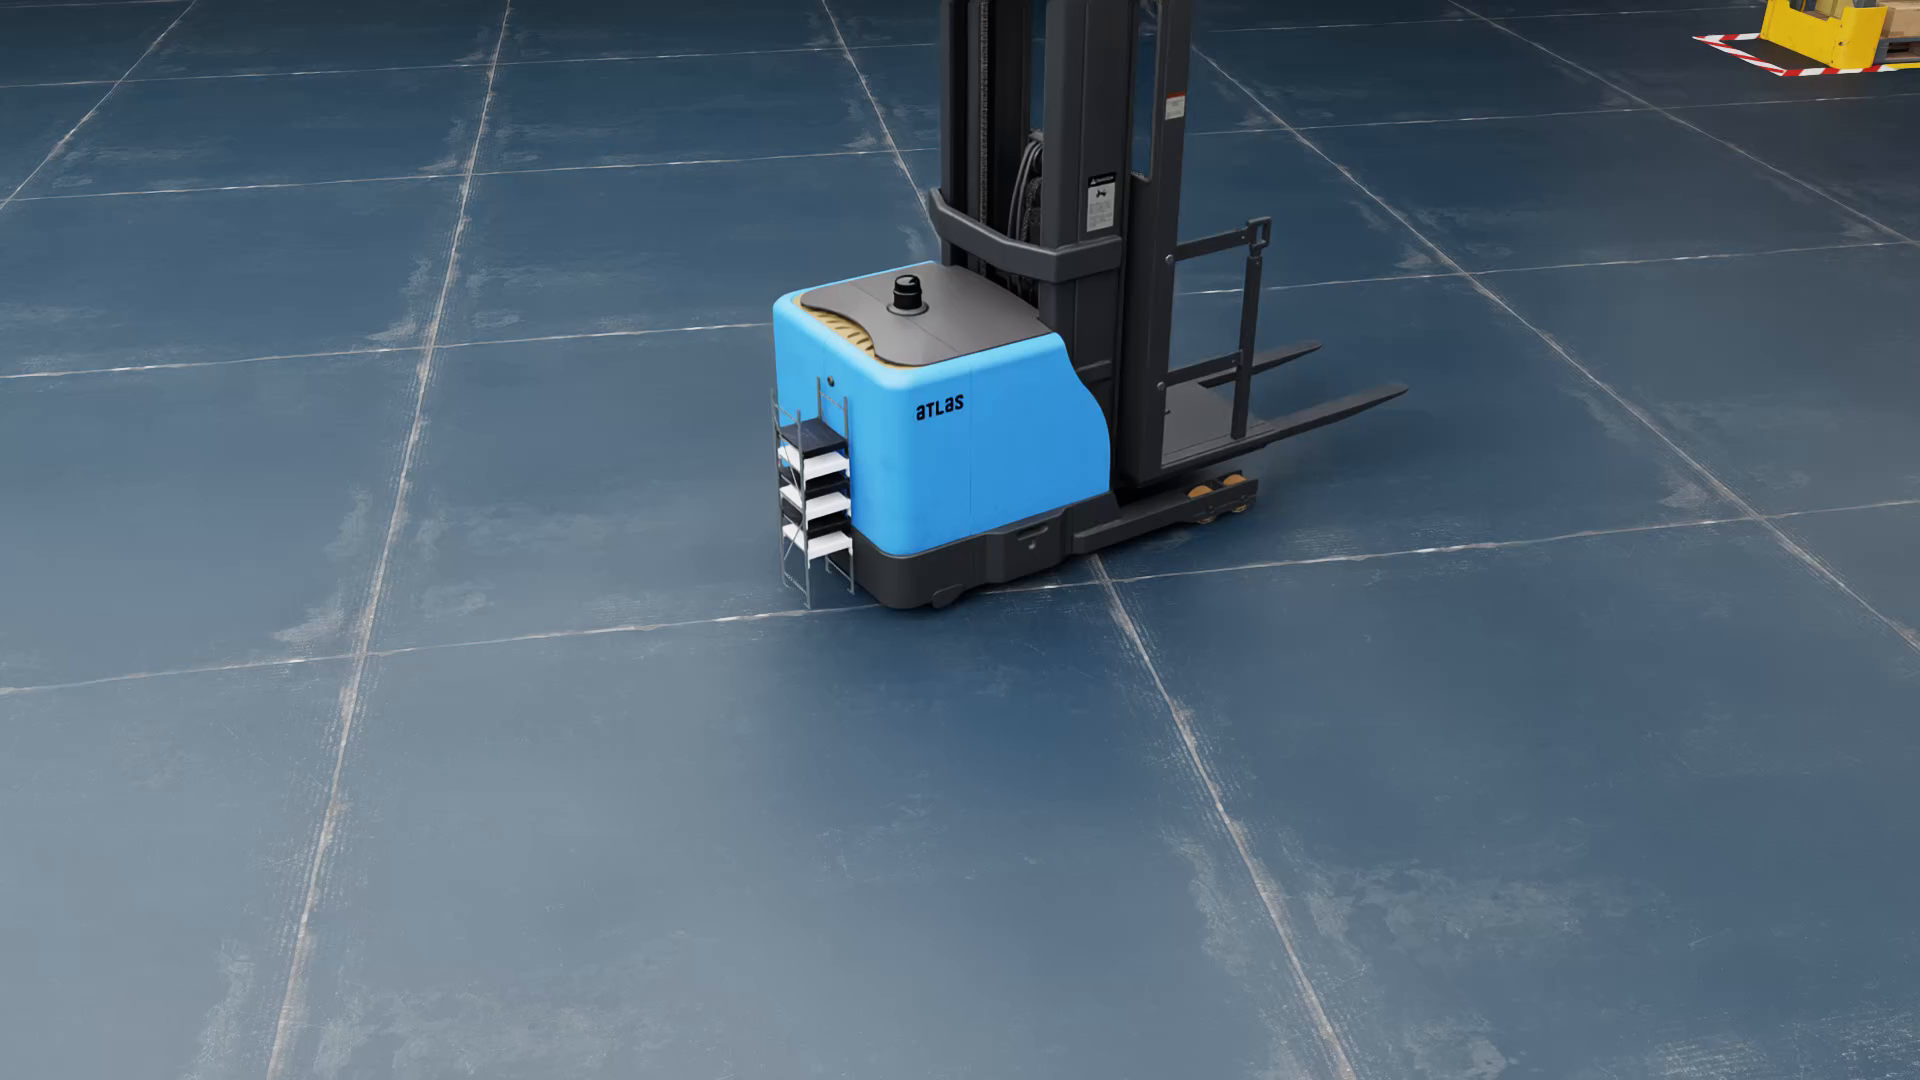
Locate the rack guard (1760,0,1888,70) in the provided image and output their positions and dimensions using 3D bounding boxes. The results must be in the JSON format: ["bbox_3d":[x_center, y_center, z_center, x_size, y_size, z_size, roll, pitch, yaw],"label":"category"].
[{"bbox_3d":[7.440,-4.472,14.362,0.348,0.500,1.175,-5,31,-9],"label":"rack guard"}]

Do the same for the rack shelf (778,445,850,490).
[{"bbox_3d":[-0.587,-0.309,6.598,0.200,0.077,0.258,-18,35,-28],"label":"rack shelf"}]

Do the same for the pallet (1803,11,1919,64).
[{"bbox_3d":[8.208,-4.440,14.593,1.213,0.211,1.003,-5,31,-9],"label":"pallet"}]

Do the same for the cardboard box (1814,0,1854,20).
[{"bbox_3d":[7.938,-4.743,14.656,0.500,0.250,0.500,-5,31,-9],"label":"cardboard box"}]

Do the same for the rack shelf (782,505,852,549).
[{"bbox_3d":[-0.587,-0.076,6.735,0.200,0.077,0.258,-18,35,-28],"label":"rack shelf"}]

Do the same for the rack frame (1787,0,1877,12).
[{"bbox_3d":[7.463,-5.551,13.732,0.127,3.000,1.000,-5,31,-9],"label":"rack frame"}]

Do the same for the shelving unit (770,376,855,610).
[{"bbox_3d":[-0.587,-0.183,6.673,0.210,0.900,0.258,-18,35,-28],"label":"shelving unit"}]

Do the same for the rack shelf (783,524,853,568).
[{"bbox_3d":[-0.587,0.001,6.781,0.200,0.077,0.258,-18,35,-28],"label":"rack shelf"}]

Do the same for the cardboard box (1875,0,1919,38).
[{"bbox_3d":[8.031,-4.485,14.217,0.500,0.250,0.500,-5,31,-9],"label":"cardboard box"}]

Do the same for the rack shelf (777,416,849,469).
[{"bbox_3d":[-0.587,-0.387,6.553,0.200,0.077,0.258,-18,35,-28],"label":"rack shelf"}]

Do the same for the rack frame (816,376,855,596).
[{"bbox_3d":[-0.501,-0.210,6.720,0.006,0.900,0.240,-18,35,-28],"label":"rack frame"}]

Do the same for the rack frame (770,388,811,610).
[{"bbox_3d":[-0.672,-0.155,6.625,0.006,0.900,0.240,-18,35,-28],"label":"rack frame"}]

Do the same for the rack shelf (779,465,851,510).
[{"bbox_3d":[-0.587,-0.231,6.644,0.200,0.077,0.258,-18,35,-28],"label":"rack shelf"}]

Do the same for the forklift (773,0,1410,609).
[{"bbox_3d":[0.732,-1.542,6.981,3.031,2.935,1.130,-18,35,-28],"label":"forklift"}]

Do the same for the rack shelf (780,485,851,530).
[{"bbox_3d":[-0.587,-0.154,6.689,0.200,0.077,0.258,-18,35,-28],"label":"rack shelf"}]
